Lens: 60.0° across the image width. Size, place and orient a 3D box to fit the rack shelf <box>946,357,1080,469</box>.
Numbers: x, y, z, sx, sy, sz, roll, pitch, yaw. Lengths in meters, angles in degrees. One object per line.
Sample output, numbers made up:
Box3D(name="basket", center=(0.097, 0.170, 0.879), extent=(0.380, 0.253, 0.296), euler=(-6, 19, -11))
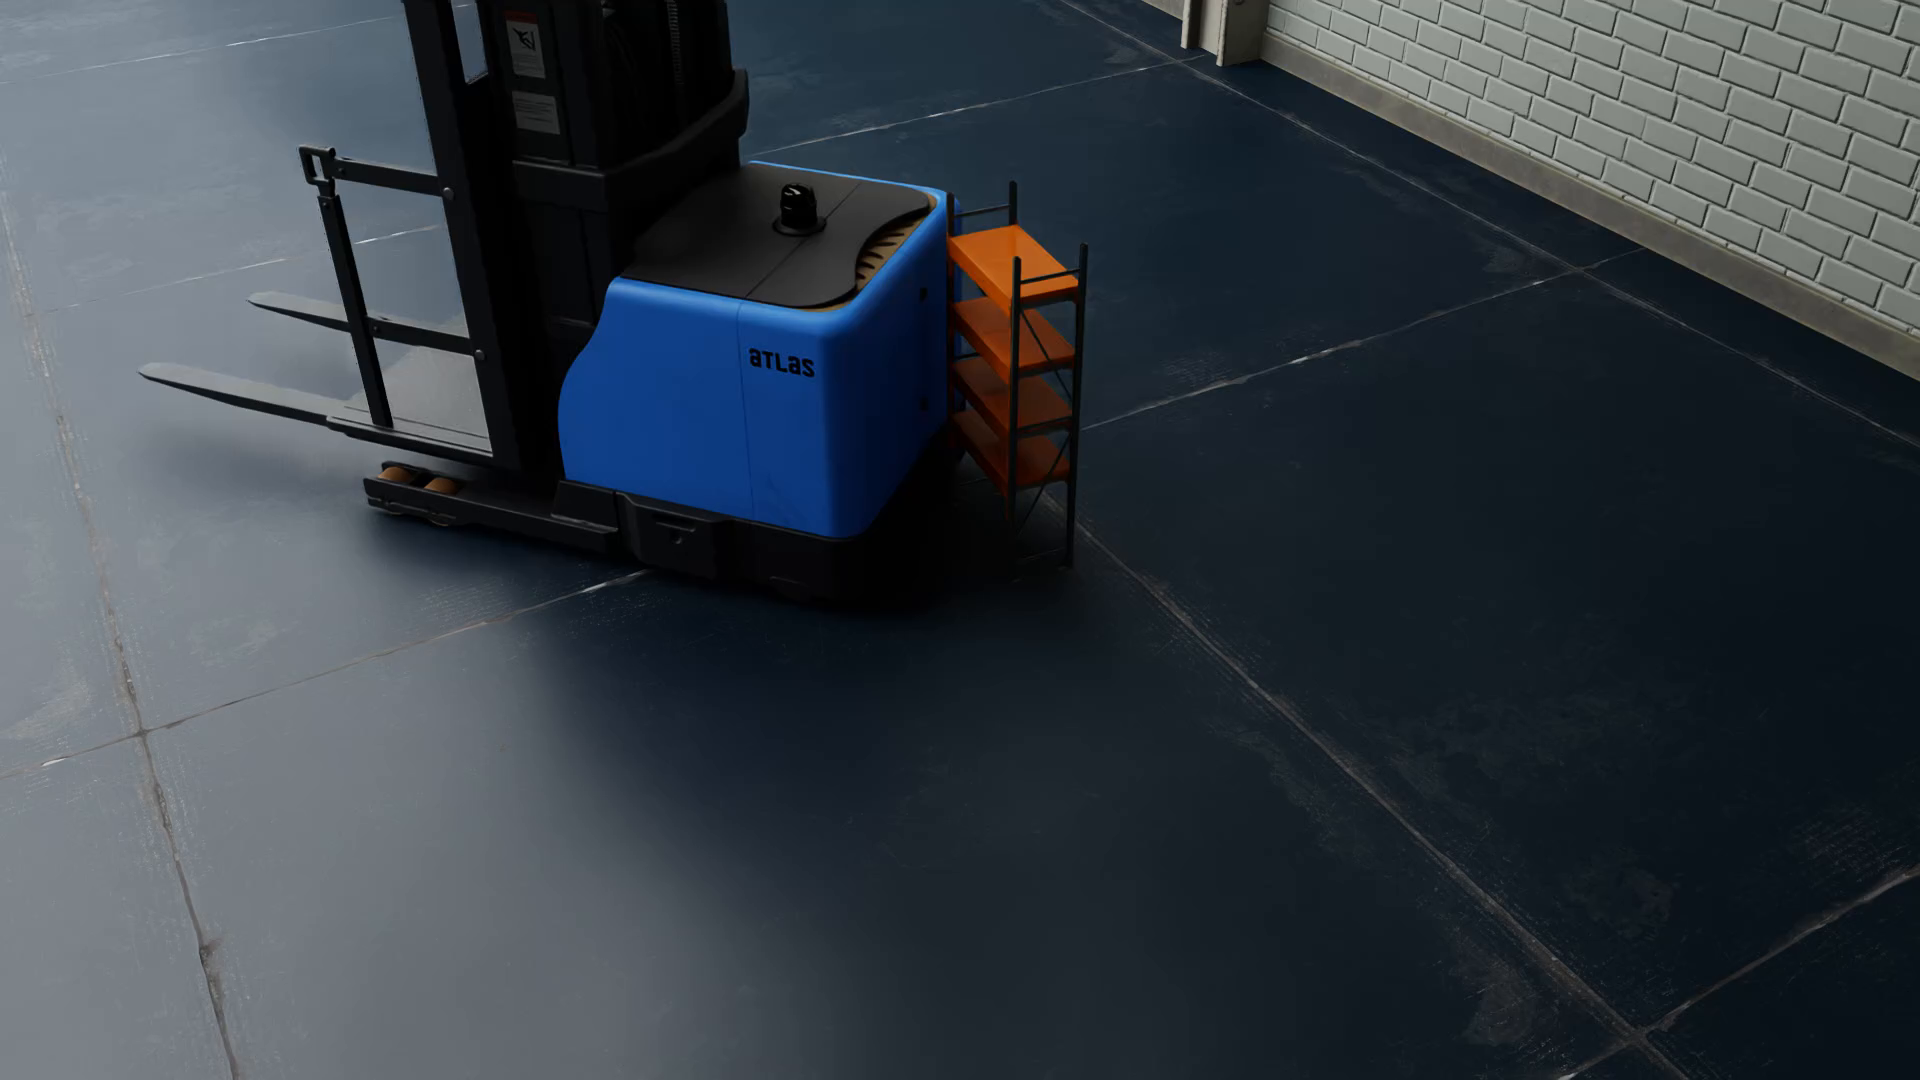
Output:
Box3D(name="rack shelf", center=(0.168, -0.441, 5.451), extent=(0.258, 0.148, 0.480), euler=(-15, 39, -19))

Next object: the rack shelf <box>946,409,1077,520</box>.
Box3D(name="rack shelf", center=(0.168, -0.281, 5.568), extent=(0.258, 0.148, 0.480), euler=(-15, 39, -19))

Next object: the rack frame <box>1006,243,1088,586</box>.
Box3D(name="rack frame", center=(0.266, -0.364, 5.231), extent=(0.240, 1.200, 0.015), euler=(-15, 39, -19))

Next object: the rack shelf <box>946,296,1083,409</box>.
Box3D(name="rack shelf", center=(0.168, -0.622, 5.319), extent=(0.258, 0.148, 0.480), euler=(-15, 39, -19))

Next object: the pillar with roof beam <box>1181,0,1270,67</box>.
Box3D(name="pillar with roof beam", center=(-2.206, -5.185, 5.219), extent=(9.100, 9.000, 0.400), euler=(-19, 40, -24))

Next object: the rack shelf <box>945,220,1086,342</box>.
Box3D(name="rack shelf", center=(0.168, -0.813, 5.179), extent=(0.258, 0.148, 0.480), euler=(-15, 39, -19))

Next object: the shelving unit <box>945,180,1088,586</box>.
Box3D(name="shelving unit", center=(0.168, -0.495, 5.411), extent=(0.258, 1.200, 0.503), euler=(-15, 39, -19))

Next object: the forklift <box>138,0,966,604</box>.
Box3D(name="forklift", center=(-1.551, -1.510, 5.333), extent=(3.031, 2.935, 1.130), euler=(12, 38, 16))

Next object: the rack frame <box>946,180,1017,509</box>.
Box3D(name="rack frame", center=(0.069, -0.627, 5.591), extent=(0.240, 1.200, 0.015), euler=(-15, 39, -19))
